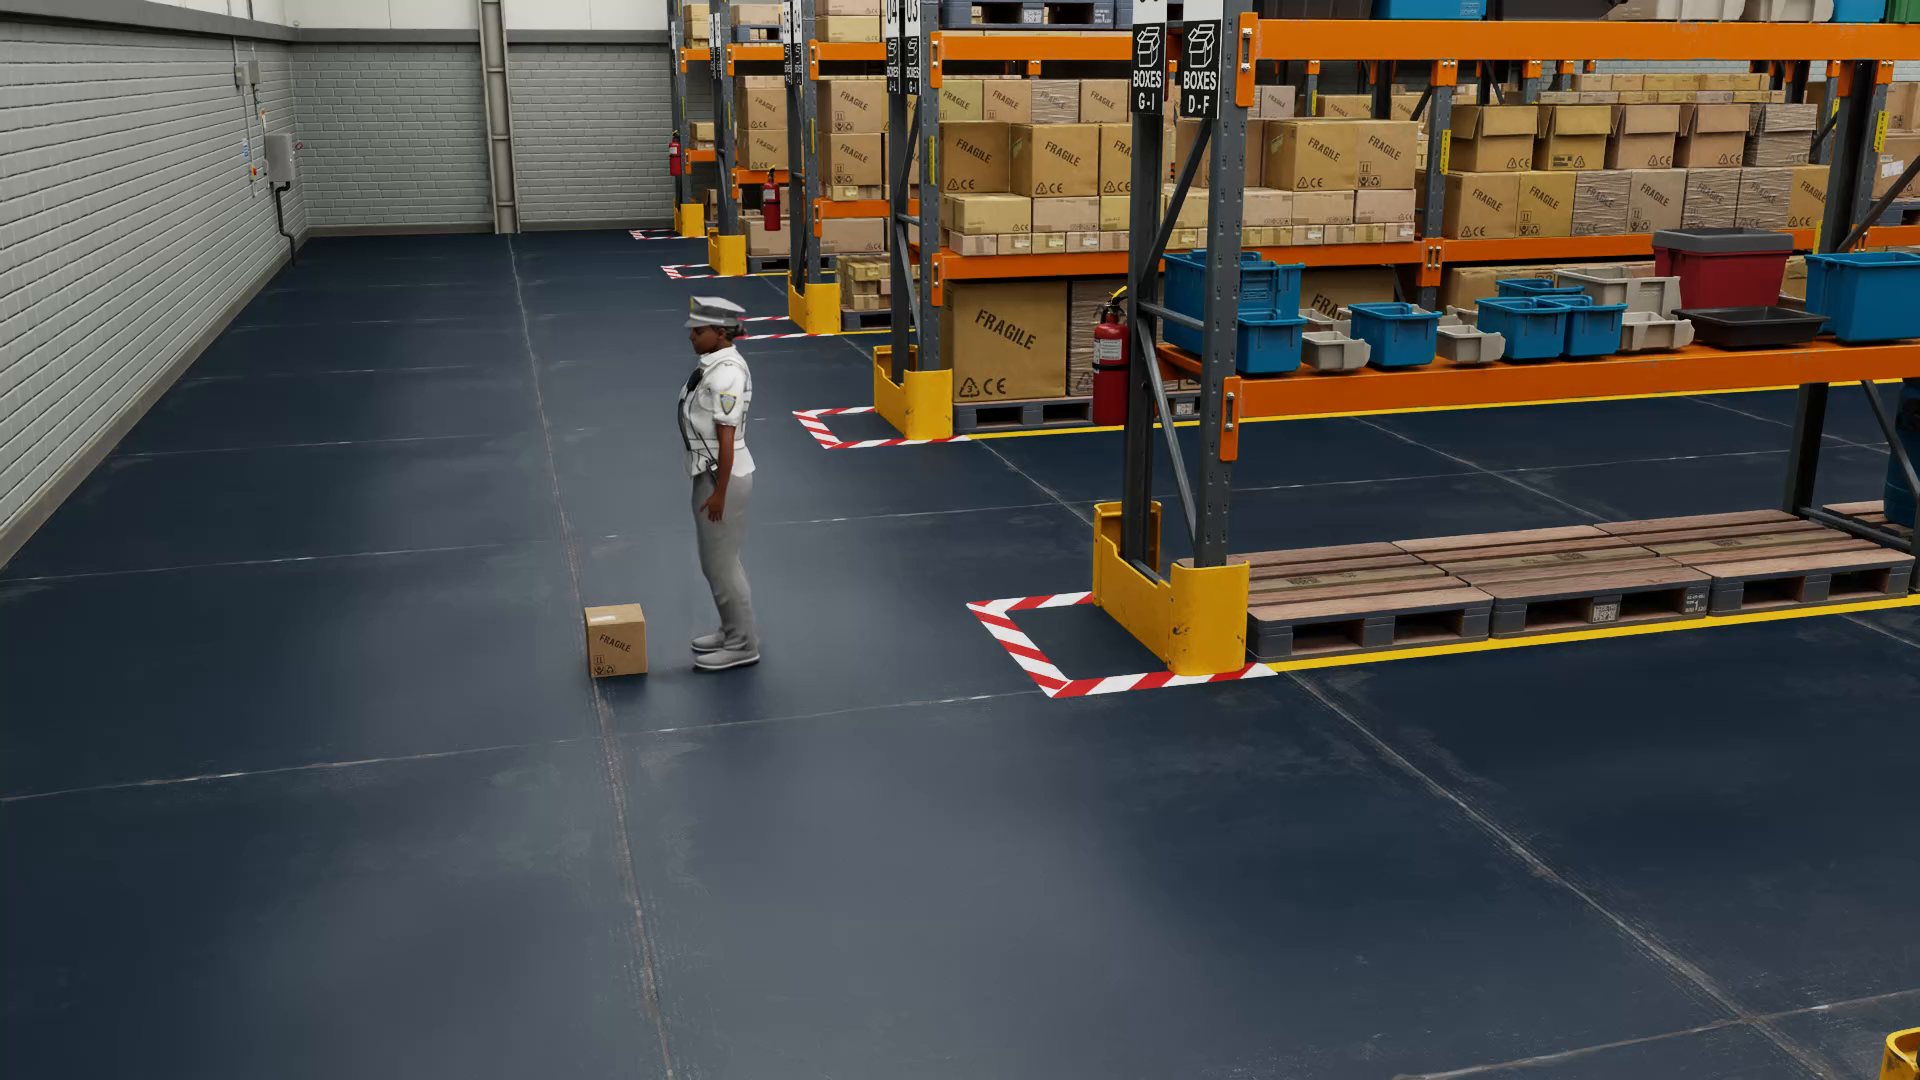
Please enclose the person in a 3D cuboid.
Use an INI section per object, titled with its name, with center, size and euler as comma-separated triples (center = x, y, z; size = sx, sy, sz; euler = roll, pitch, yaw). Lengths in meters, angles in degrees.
[person]
center = -1.082, -0.258, 7.417
size = 0.341, 1.672, 0.437
euler = -4, 17, -14
